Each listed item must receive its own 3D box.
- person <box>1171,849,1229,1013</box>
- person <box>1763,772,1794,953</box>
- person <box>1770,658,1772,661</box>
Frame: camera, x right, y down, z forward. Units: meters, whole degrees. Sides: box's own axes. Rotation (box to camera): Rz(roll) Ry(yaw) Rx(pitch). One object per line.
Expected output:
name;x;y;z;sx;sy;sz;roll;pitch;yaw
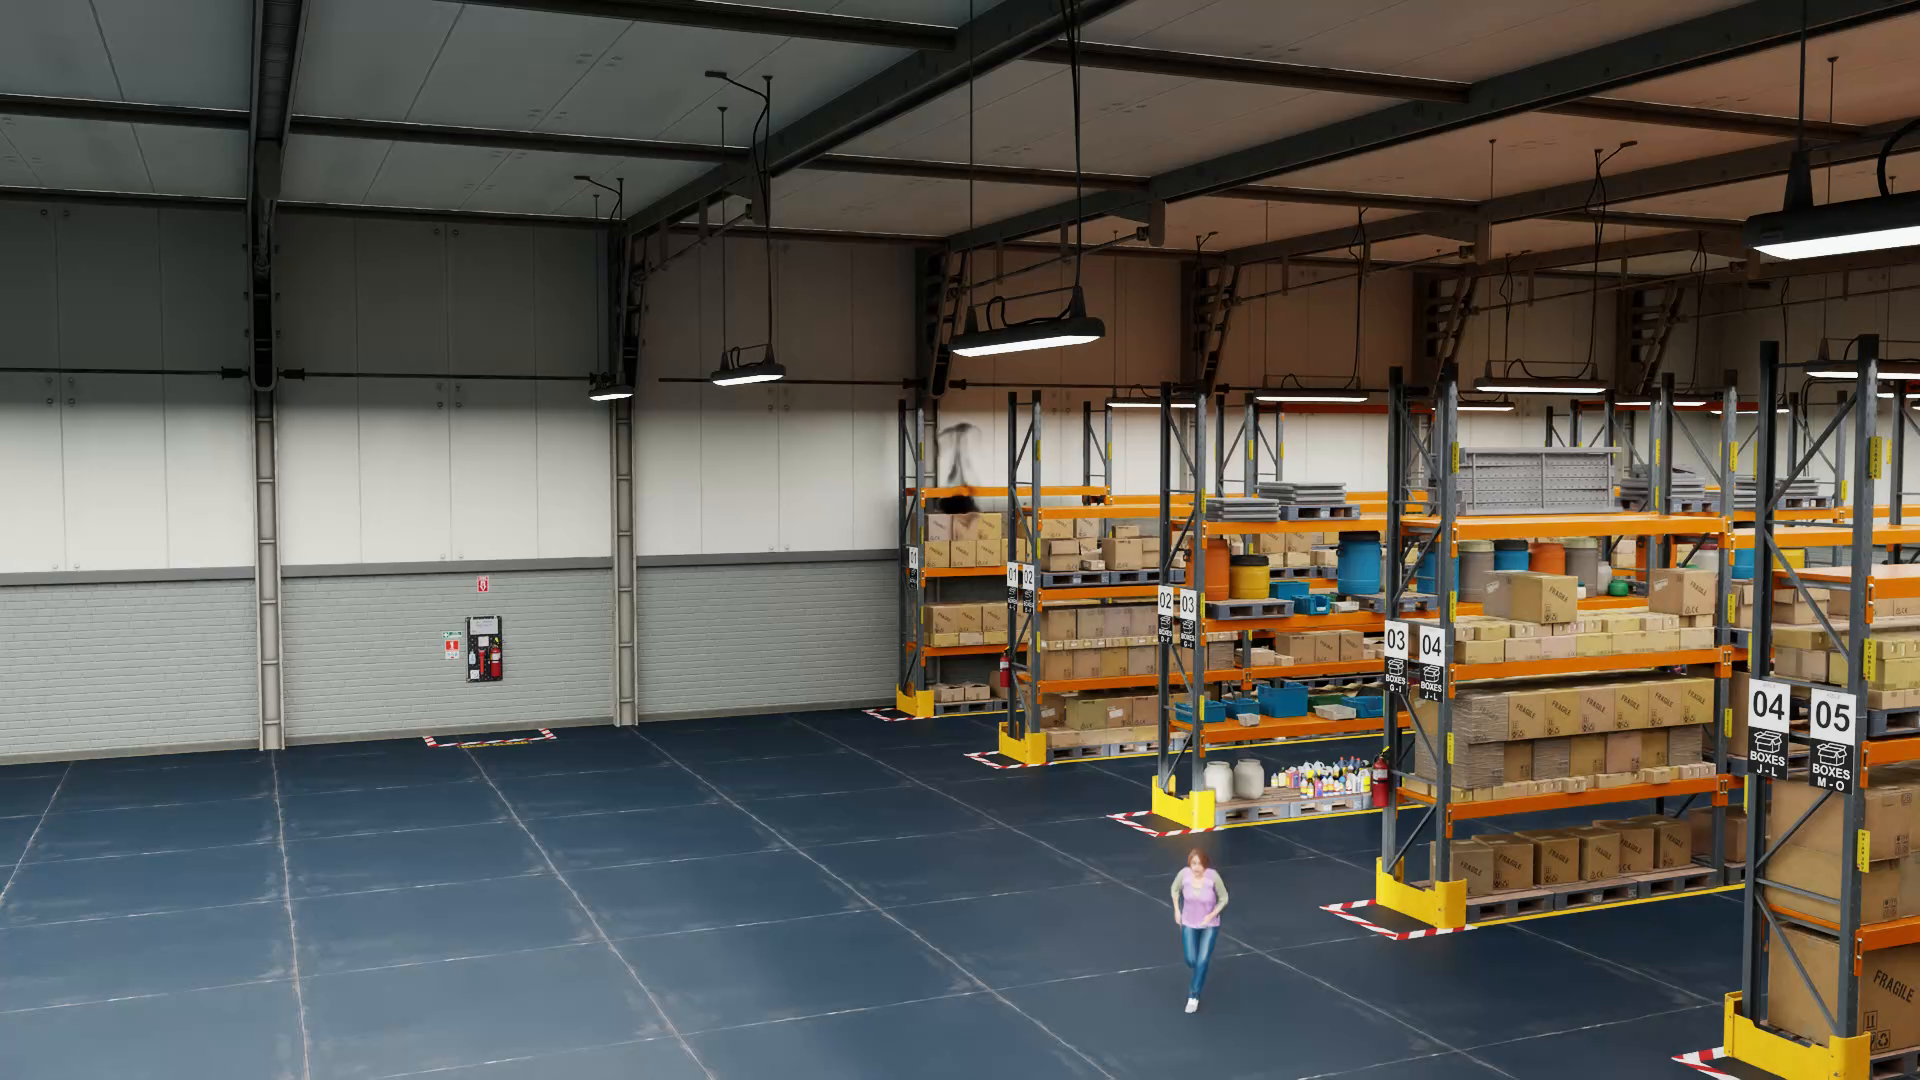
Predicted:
person;2.193;3.529;15.221;0.532;1.537;0.709;1;3;11
person;8.564;3.278;16.951;0.850;1.838;0.622;-2;4;-32
person;16.729;2.331;34.456;0.557;1.626;0.635;0;3;-2
